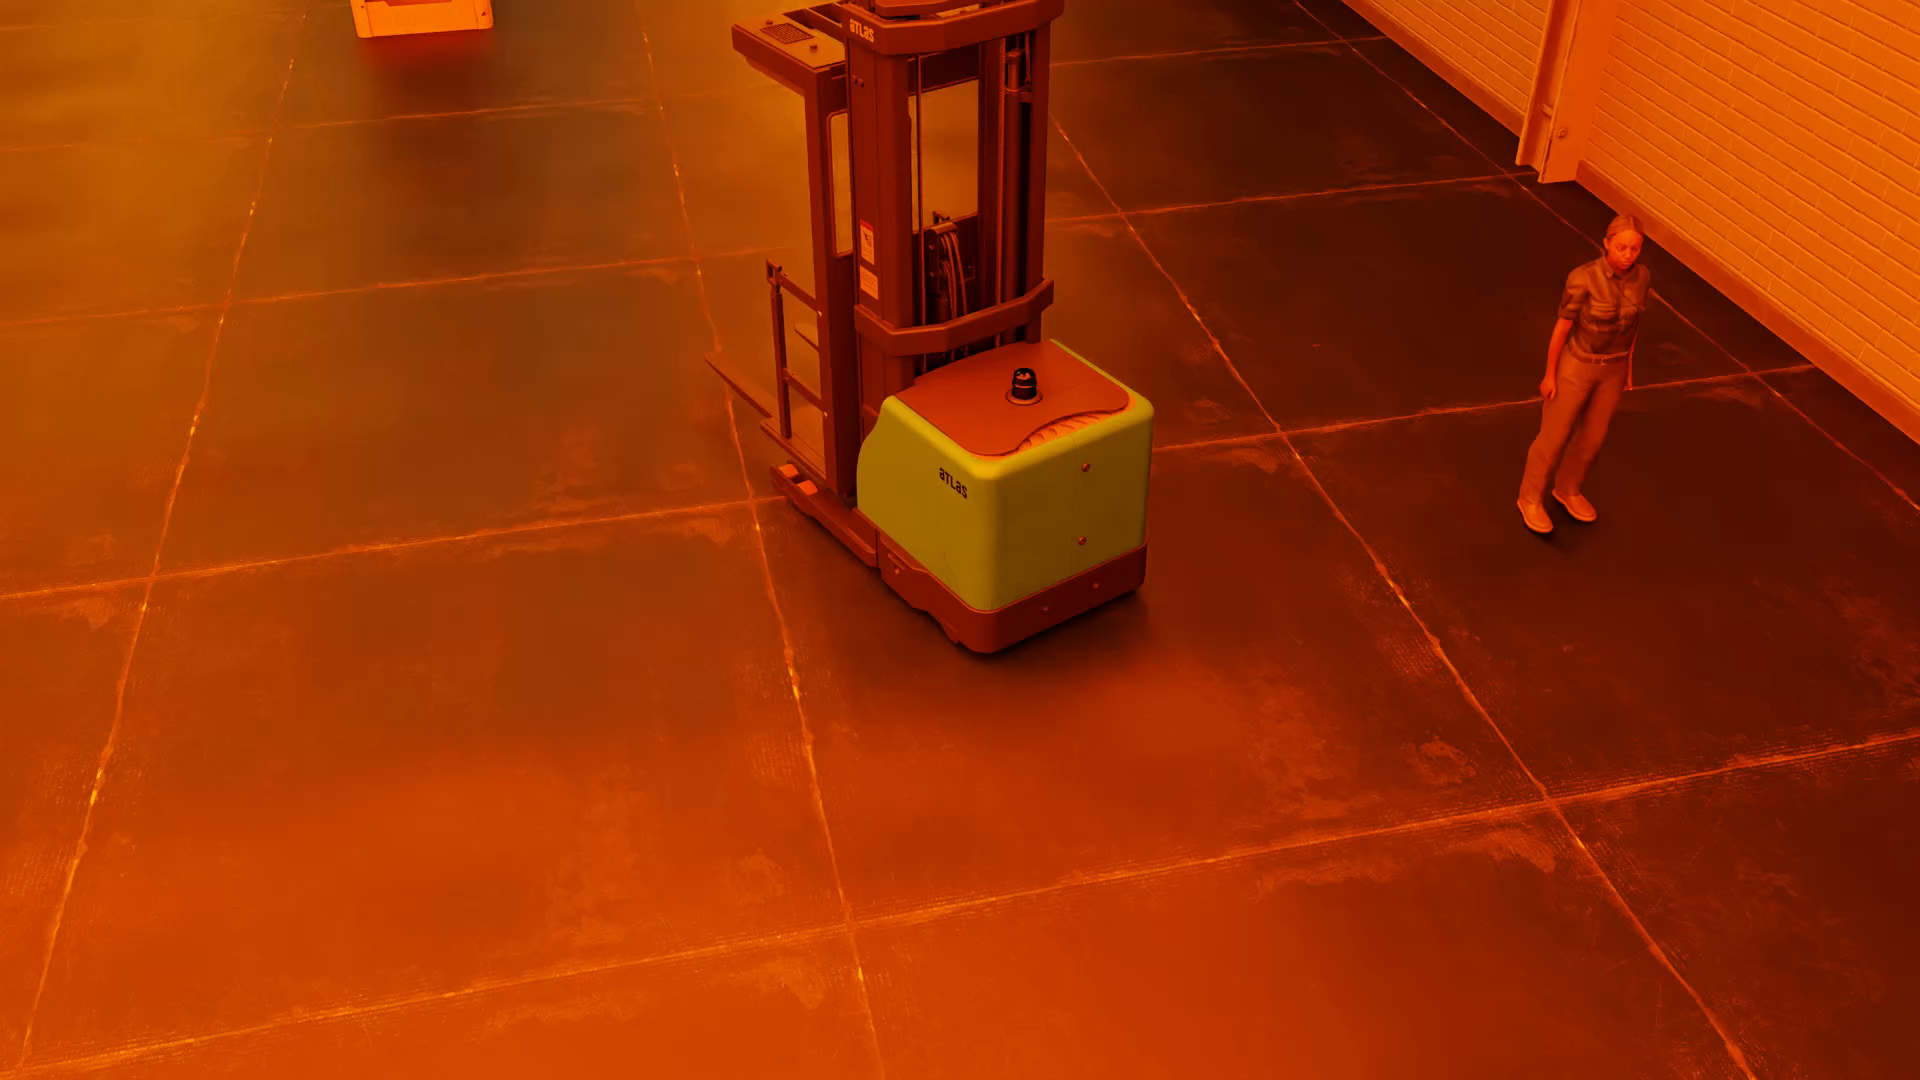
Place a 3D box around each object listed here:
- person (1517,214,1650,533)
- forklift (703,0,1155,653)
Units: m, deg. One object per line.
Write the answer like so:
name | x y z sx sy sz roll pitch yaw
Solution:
person | 3.119 -0.817 8.211 0.492 1.661 0.341 -8 37 -11
forklift | -0.350 -1.480 8.107 1.130 2.935 3.031 -22 41 -28
